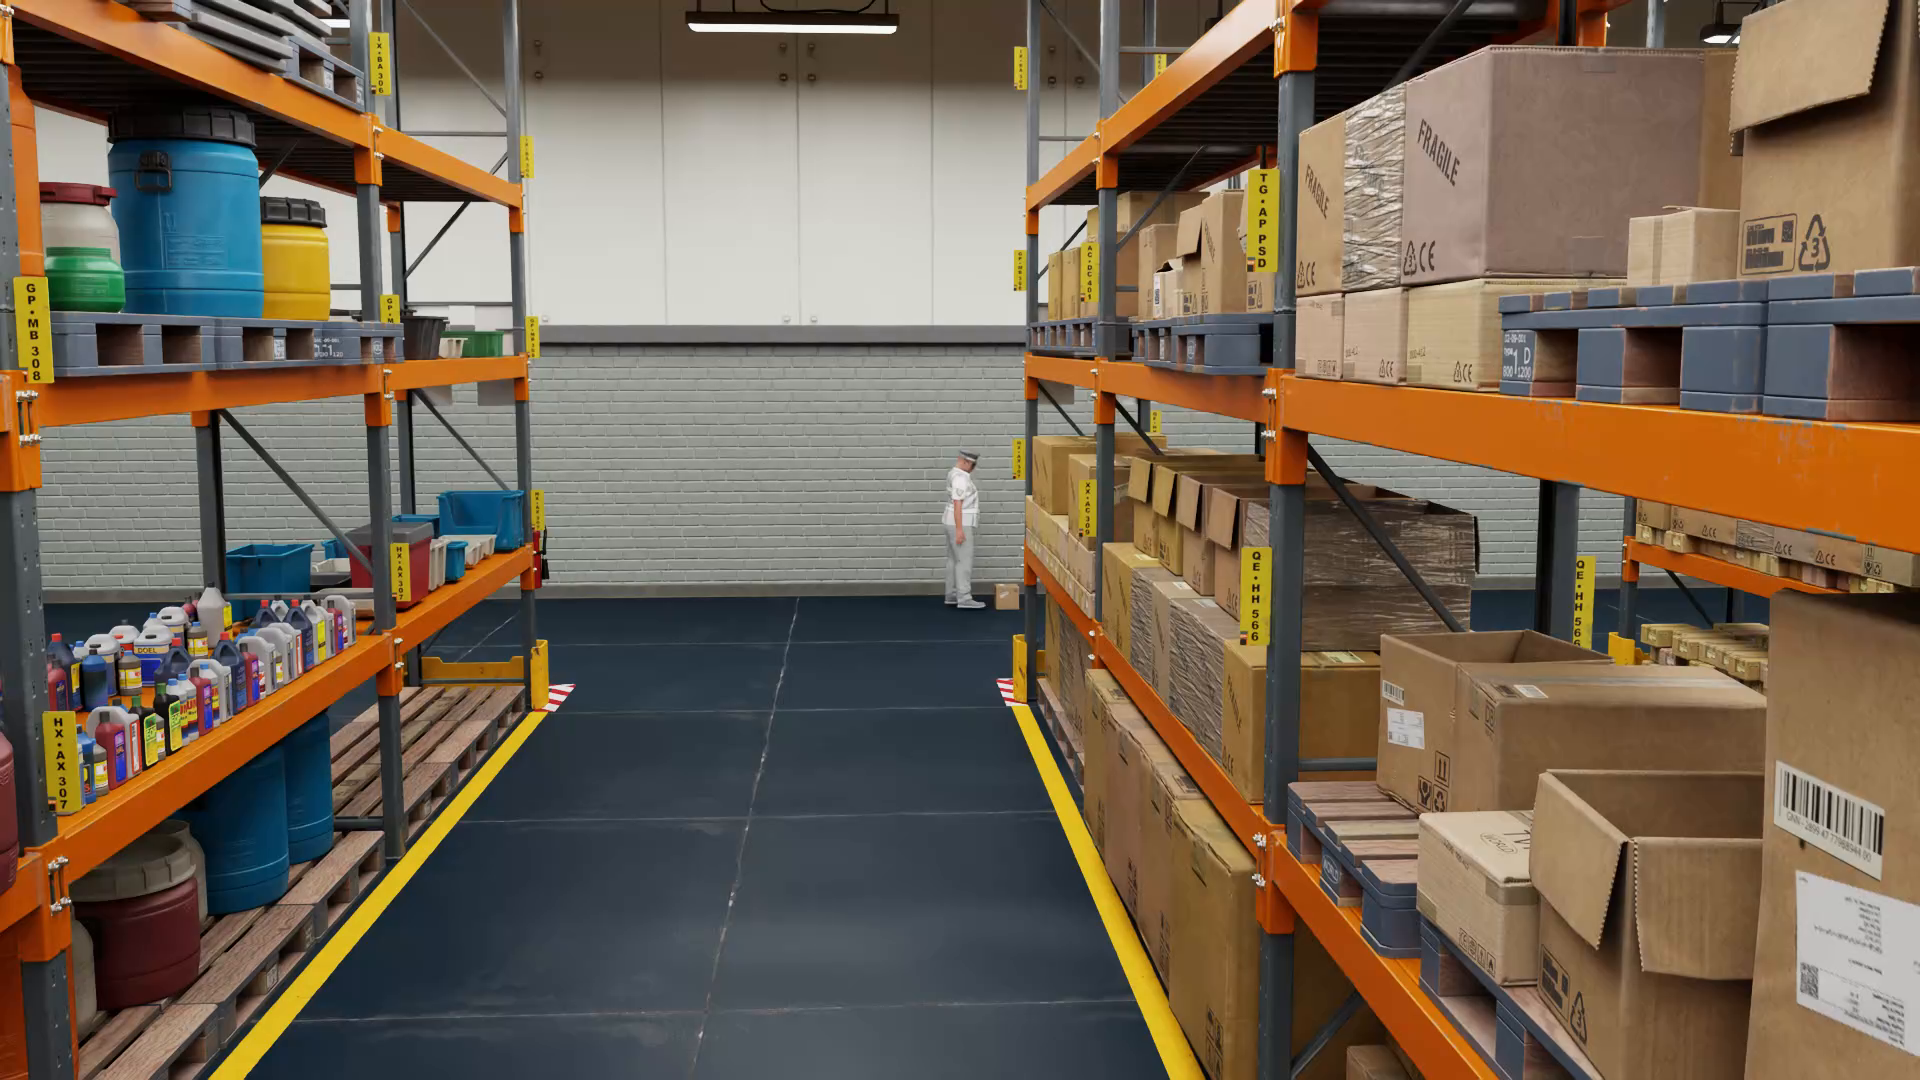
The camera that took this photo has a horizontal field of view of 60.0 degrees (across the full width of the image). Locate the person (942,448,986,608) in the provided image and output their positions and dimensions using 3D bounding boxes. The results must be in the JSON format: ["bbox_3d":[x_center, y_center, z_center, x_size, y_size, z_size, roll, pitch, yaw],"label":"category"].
[{"bbox_3d":[0.039,-0.133,18.204,0.453,1.738,0.560,-1,7,-9],"label":"person"}]
